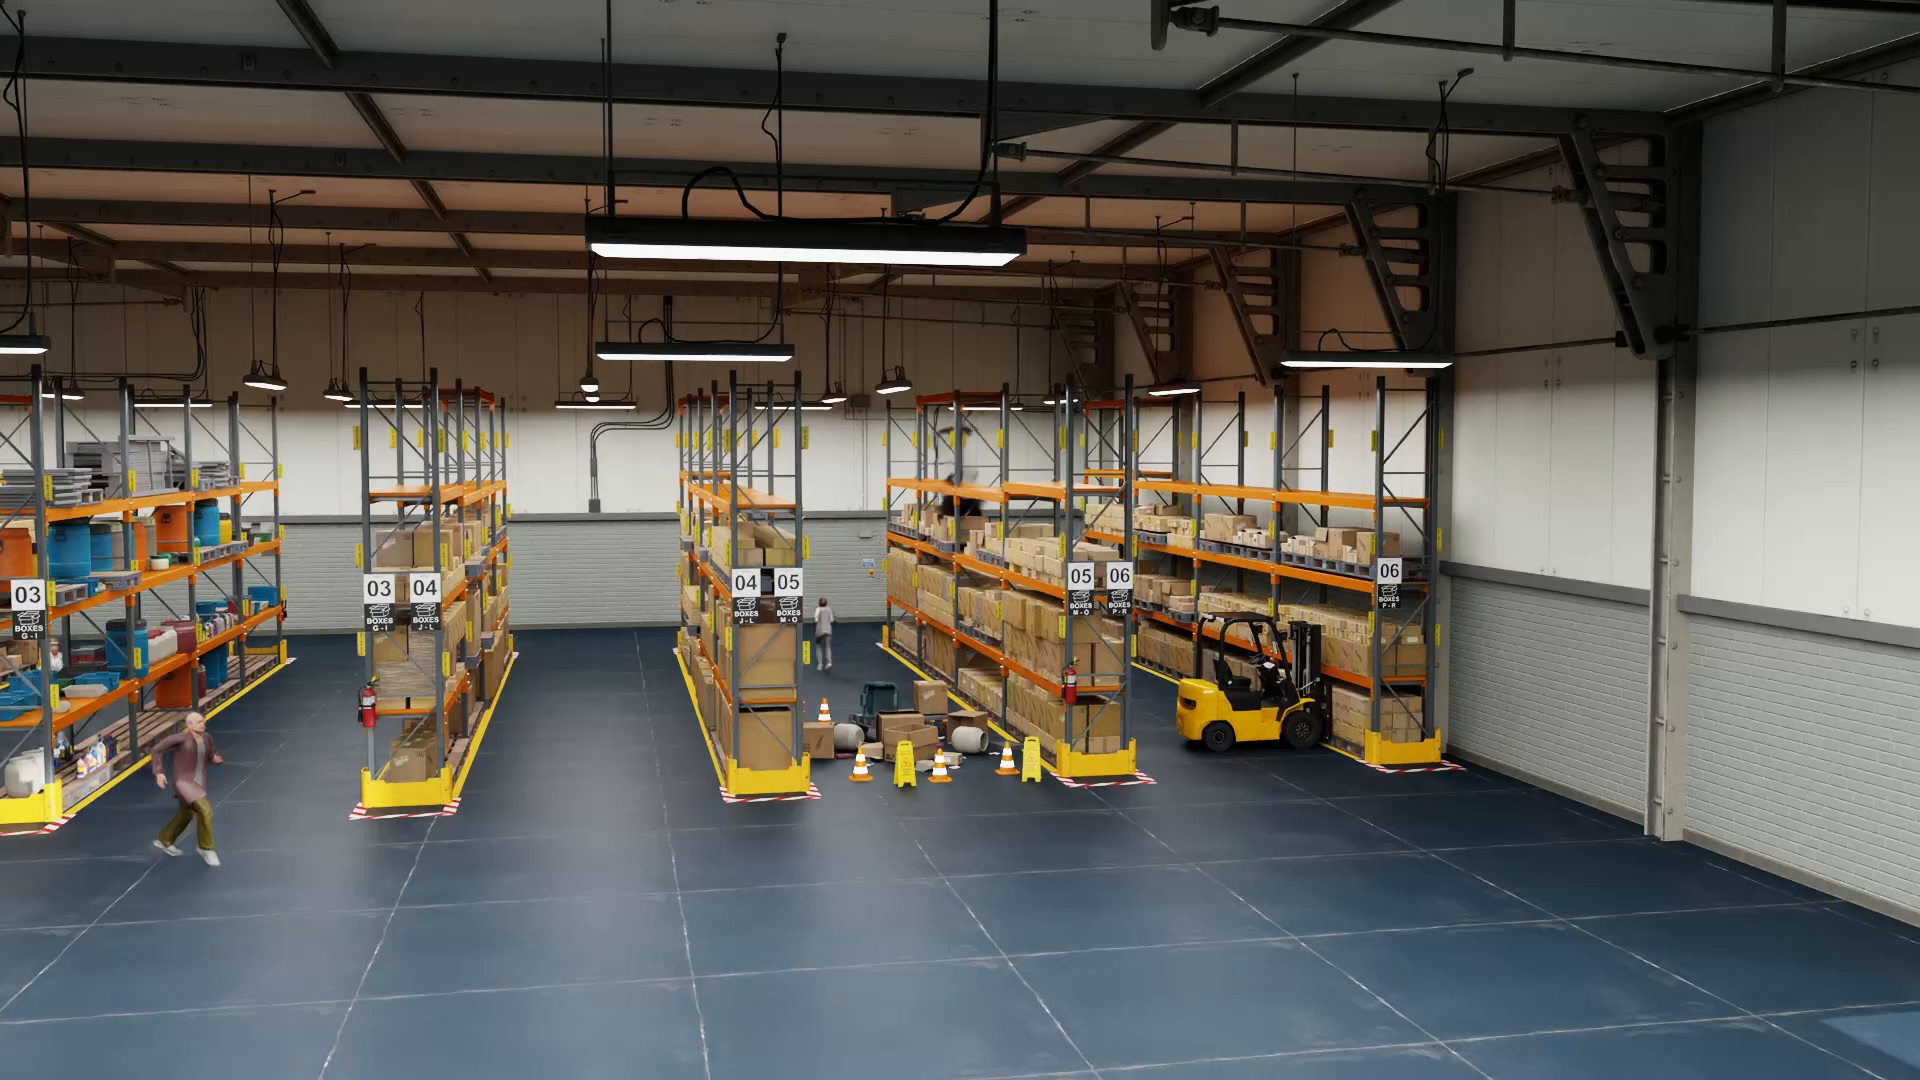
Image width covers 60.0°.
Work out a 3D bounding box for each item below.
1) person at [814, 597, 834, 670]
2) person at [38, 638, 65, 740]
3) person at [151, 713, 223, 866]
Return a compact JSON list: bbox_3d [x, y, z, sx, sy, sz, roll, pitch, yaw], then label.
[{"bbox_3d":[-2.949,2.065,36.123,0.522,1.641,0.793,-1,4,-21],"label":"person"},{"bbox_3d":[-15.243,2.496,28.051,0.550,1.736,0.800,-1,3,-11],"label":"person"},{"bbox_3d":[-9.180,2.952,19.713,0.940,1.832,0.740,1,4,16],"label":"person"}]
